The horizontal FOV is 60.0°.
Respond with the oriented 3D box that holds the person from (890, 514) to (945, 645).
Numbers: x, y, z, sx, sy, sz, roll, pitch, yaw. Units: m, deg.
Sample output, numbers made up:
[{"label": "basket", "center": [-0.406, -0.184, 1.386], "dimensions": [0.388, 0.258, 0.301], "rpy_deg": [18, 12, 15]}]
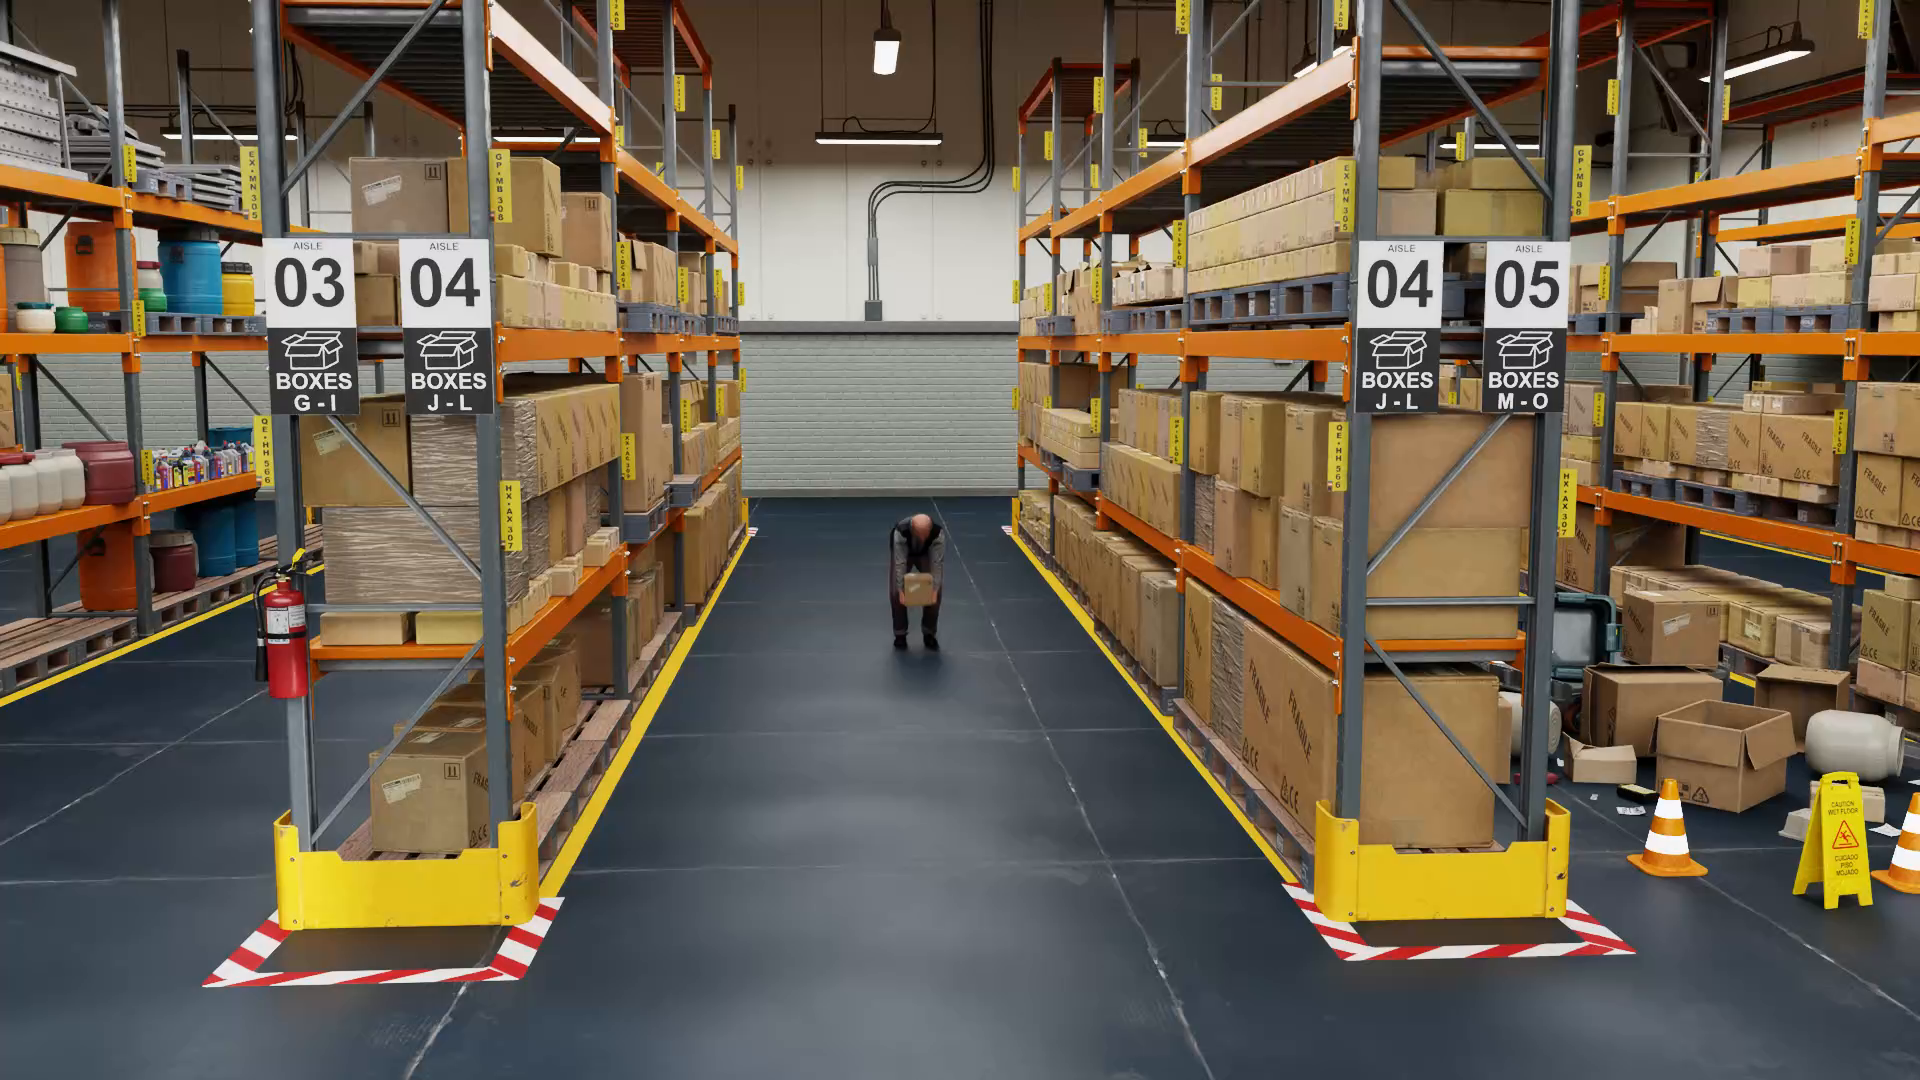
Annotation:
[{"label": "person", "center": [-0.383, 0.356, 14.919], "dimensions": [0.480, 1.236, 0.918], "rpy_deg": [-1, 7, -6]}]
